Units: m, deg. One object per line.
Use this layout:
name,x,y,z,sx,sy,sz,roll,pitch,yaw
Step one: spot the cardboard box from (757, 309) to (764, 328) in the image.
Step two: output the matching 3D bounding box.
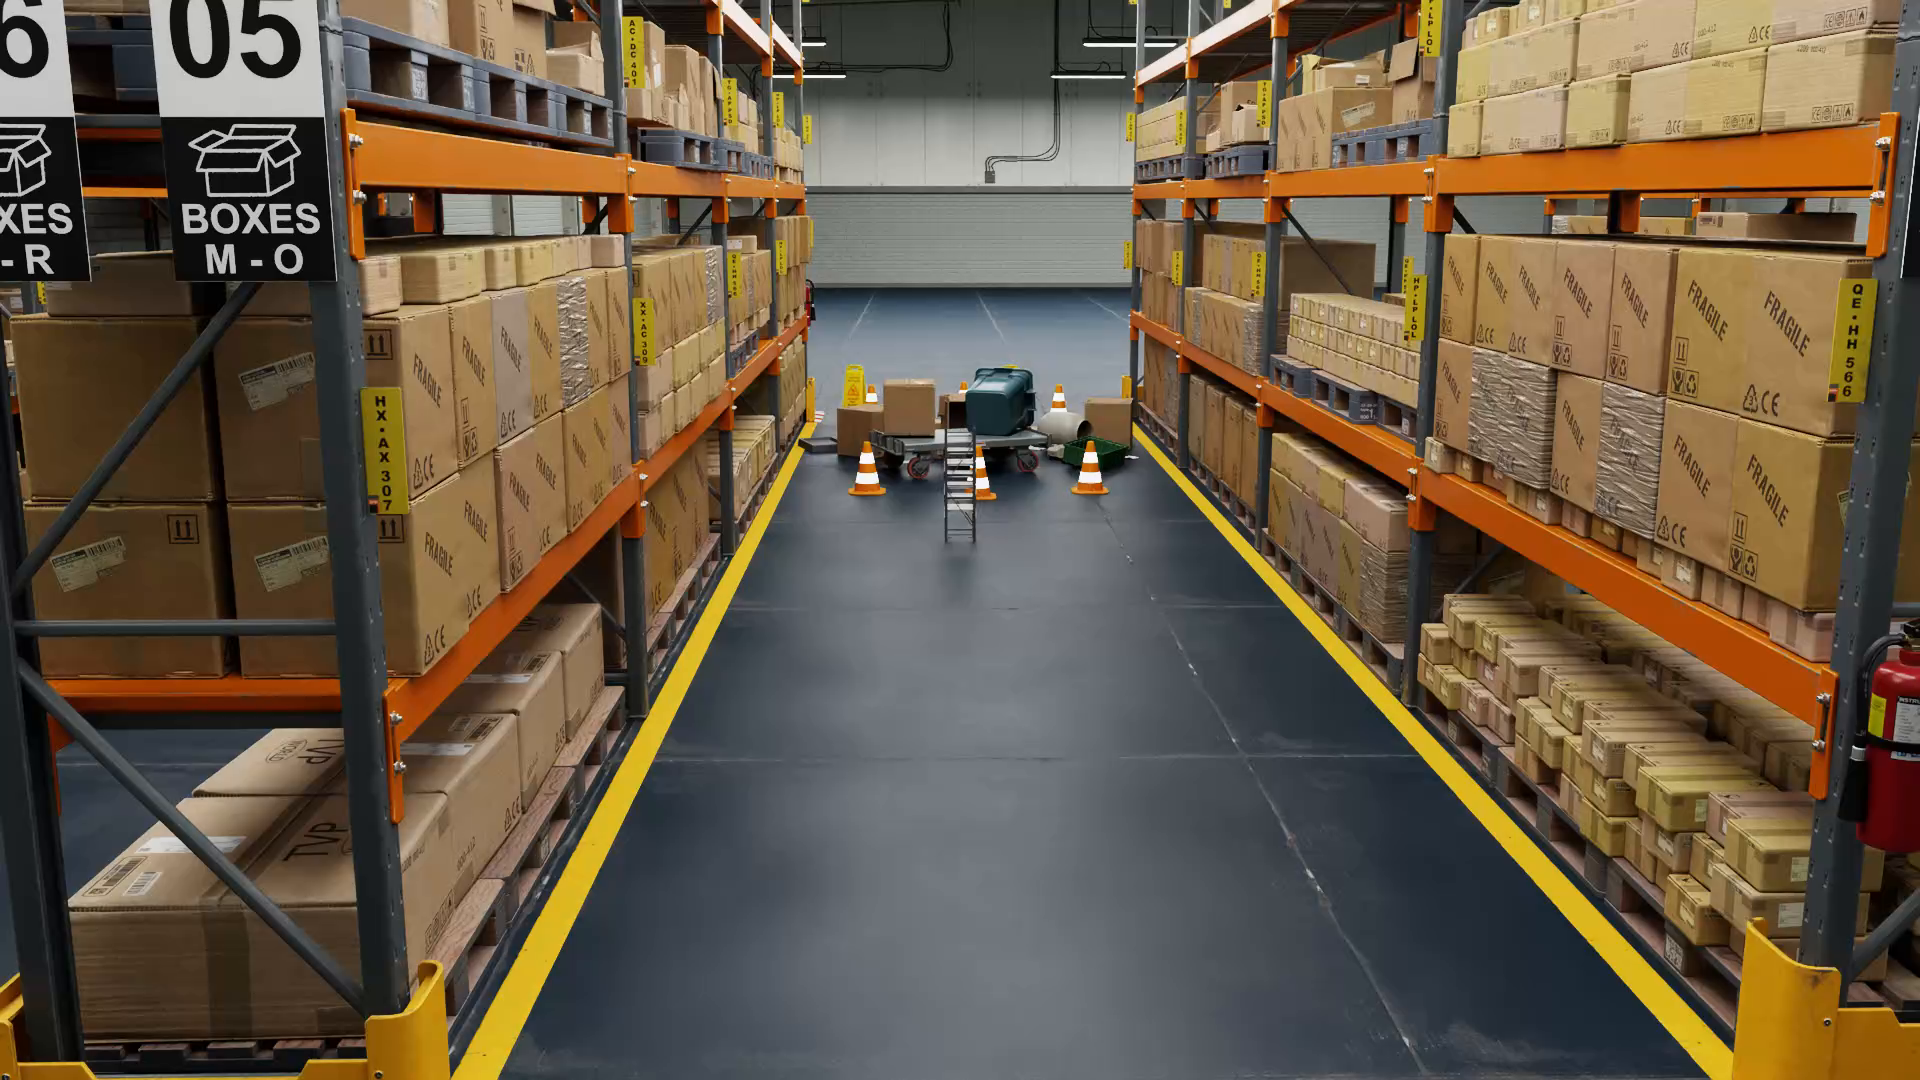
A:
cardboard box,-1.951,-1.976,14.829,0.380,0.149,0.250,0,11,-1

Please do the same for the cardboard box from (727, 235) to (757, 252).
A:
cardboard box,-2.012,-2.639,14.836,0.380,0.149,0.250,-1,11,-3

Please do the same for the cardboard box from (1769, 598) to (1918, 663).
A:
cardboard box,2.630,0.256,4.884,0.380,0.149,0.250,0,11,-1

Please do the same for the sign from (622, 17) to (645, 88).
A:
sign,-1.555,-2.323,7.921,0.100,0.325,0.005,0,11,-1

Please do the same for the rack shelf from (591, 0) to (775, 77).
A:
rack shelf,-2.234,-4.142,13.659,1.077,0.370,4.000,0,11,-1

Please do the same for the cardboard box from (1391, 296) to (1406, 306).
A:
cardboard box,3.226,-1.622,11.591,0.380,0.149,0.250,0,11,-2

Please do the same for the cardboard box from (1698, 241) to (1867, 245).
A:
cardboard box,3.157,-0.884,6.355,0.500,0.500,0.500,-1,11,-3

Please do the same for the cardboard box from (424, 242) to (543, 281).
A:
cardboard box,-1.802,-1.052,6.302,0.380,0.149,0.250,0,11,-1

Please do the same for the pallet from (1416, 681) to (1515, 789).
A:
pallet,2.886,0.901,8.085,1.003,0.211,1.213,0,11,-1

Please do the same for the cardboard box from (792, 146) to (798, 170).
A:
cardboard box,-2.053,-4.182,18.213,0.500,0.250,0.500,0,11,0

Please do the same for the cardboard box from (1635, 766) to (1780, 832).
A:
cardboard box,2.575,0.891,5.740,0.380,0.149,0.250,0,11,-2

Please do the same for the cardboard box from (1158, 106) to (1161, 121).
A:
cardboard box,2.314,-4.555,17.739,0.380,0.149,0.250,0,11,0

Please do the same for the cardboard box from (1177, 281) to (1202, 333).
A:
cardboard box,2.652,-2.336,16.650,0.875,0.550,0.550,0,11,-1

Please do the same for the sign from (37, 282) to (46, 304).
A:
sign,-6.613,-1.865,11.994,0.100,0.325,0.005,0,11,-1

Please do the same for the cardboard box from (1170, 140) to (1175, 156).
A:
cardboard box,2.332,-3.963,16.829,0.380,0.149,0.250,0,11,0

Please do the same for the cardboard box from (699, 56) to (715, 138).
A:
cardboard box,-1.982,-2.882,10.869,0.700,0.500,0.500,-1,11,-4

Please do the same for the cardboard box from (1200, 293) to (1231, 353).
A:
cardboard box,2.433,-1.932,14.788,0.500,0.500,0.500,0,11,-1

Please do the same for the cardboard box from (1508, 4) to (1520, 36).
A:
cardboard box,2.635,-2.273,7.290,0.380,0.149,0.250,0,11,-2

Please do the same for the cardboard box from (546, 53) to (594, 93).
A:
cardboard box,-1.771,-1.982,7.062,0.380,0.149,0.250,0,11,0

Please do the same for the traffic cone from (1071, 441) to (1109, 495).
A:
traffic cone,1.190,-0.673,15.211,0.336,0.463,0.334,0,11,-1

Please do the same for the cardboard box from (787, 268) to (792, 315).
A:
cardboard box,-2.037,-2.631,17.485,0.500,0.500,0.500,0,11,-2

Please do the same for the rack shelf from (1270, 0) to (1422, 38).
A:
rack shelf,2.796,-3.388,9.939,1.077,0.370,4.000,0,11,-1

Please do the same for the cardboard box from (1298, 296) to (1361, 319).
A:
cardboard box,2.579,-1.622,11.588,0.380,0.149,0.250,-1,11,-3

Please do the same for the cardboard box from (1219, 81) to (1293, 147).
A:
cardboard box,2.439,-3.512,13.722,0.500,0.500,0.500,0,11,-1

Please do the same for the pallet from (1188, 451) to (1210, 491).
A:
pallet,2.763,-0.669,15.826,1.003,0.211,1.213,0,11,-1

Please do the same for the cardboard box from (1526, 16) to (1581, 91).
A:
cardboard box,2.609,-1.944,6.674,0.500,0.250,0.500,0,11,0

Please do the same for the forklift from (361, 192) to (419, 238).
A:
forklift,-4.799,-1.459,13.041,1.129,2.867,3.031,0,11,-2

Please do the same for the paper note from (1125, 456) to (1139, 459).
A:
paper note,1.753,-0.864,17.239,0.147,0.020,0.142,-10,15,-40

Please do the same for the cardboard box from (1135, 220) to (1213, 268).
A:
cardboard box,2.558,-3.513,19.736,0.875,0.550,0.550,0,11,-1

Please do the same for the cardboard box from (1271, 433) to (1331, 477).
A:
cardboard box,2.527,-0.604,11.836,0.500,0.250,0.500,-1,11,-4

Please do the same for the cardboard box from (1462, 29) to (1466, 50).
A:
cardboard box,2.939,-2.399,8.488,0.700,0.500,0.500,0,11,-1

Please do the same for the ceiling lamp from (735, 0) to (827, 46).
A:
ceiling lamp,-3.810,-11.985,34.820,2.000,3.185,0.800,0,11,-1

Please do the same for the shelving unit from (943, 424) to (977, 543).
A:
shelving unit,0.000,-0.439,12.962,0.258,0.900,0.210,0,11,-1

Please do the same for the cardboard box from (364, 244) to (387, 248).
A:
cardboard box,-2.303,-0.996,6.027,0.380,0.149,0.250,0,11,1

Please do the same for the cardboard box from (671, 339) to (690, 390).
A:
cardboard box,-1.860,-1.022,9.673,0.500,0.250,0.500,0,11,0

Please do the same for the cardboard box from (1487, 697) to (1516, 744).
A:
cardboard box,2.641,0.819,7.592,0.380,0.149,0.250,0,11,-2

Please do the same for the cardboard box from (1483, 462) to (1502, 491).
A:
cardboard box,2.653,-0.314,7.694,0.380,0.149,0.250,-1,11,-4

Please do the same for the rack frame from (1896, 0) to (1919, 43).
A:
rack frame,2.920,-2.743,3.949,1.000,3.000,0.127,0,11,-1

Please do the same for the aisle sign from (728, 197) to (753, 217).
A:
aisle sign,-2.669,-4.229,19.819,0.394,0.787,0.004,0,11,-1

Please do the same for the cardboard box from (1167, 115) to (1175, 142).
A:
cardboard box,2.395,-4.183,16.911,0.500,0.250,0.500,0,11,-1

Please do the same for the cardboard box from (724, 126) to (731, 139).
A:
cardboard box,-2.252,-3.177,13.370,0.797,0.503,0.637,0,11,-1

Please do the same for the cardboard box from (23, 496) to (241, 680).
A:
cardboard box,-2.302,0.093,4.803,0.500,0.500,0.500,0,11,-1

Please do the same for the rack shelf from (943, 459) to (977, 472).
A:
rack shelf,0.000,-0.583,12.933,0.258,0.077,0.200,0,11,-1

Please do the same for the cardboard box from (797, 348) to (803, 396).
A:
cardboard box,-2.066,-1.907,18.889,0.500,0.500,0.500,0,11,1

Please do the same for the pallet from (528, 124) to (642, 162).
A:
pallet,-2.178,-2.116,8.884,0.805,0.209,1.217,-1,11,-3

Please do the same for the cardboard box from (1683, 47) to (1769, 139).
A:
cardboard box,2.628,-1.391,5.202,0.500,0.250,0.500,0,11,-1

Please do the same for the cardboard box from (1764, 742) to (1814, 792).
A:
cardboard box,3.158,0.837,6.007,0.380,0.149,0.250,-1,11,-4

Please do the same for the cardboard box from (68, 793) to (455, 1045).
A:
cardboard box,-2.141,1.156,5.204,0.875,0.438,0.875,-1,11,-3

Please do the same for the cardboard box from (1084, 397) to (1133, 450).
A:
cardboard box,1.614,-1.269,18.052,0.500,0.500,0.500,2,12,9

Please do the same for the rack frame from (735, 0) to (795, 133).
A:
rack frame,-2.361,-5.884,19.427,0.949,2.616,0.053,0,11,-1

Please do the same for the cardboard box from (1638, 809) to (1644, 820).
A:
cardboard box,2.708,0.981,6.043,0.380,0.149,0.250,0,11,-2

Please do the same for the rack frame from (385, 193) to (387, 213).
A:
rack frame,-7.320,-2.922,19.919,1.000,3.000,0.127,0,11,-1

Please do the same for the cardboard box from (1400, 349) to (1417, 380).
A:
cardboard box,2.625,-0.958,9.062,0.380,0.149,0.250,0,11,-1
